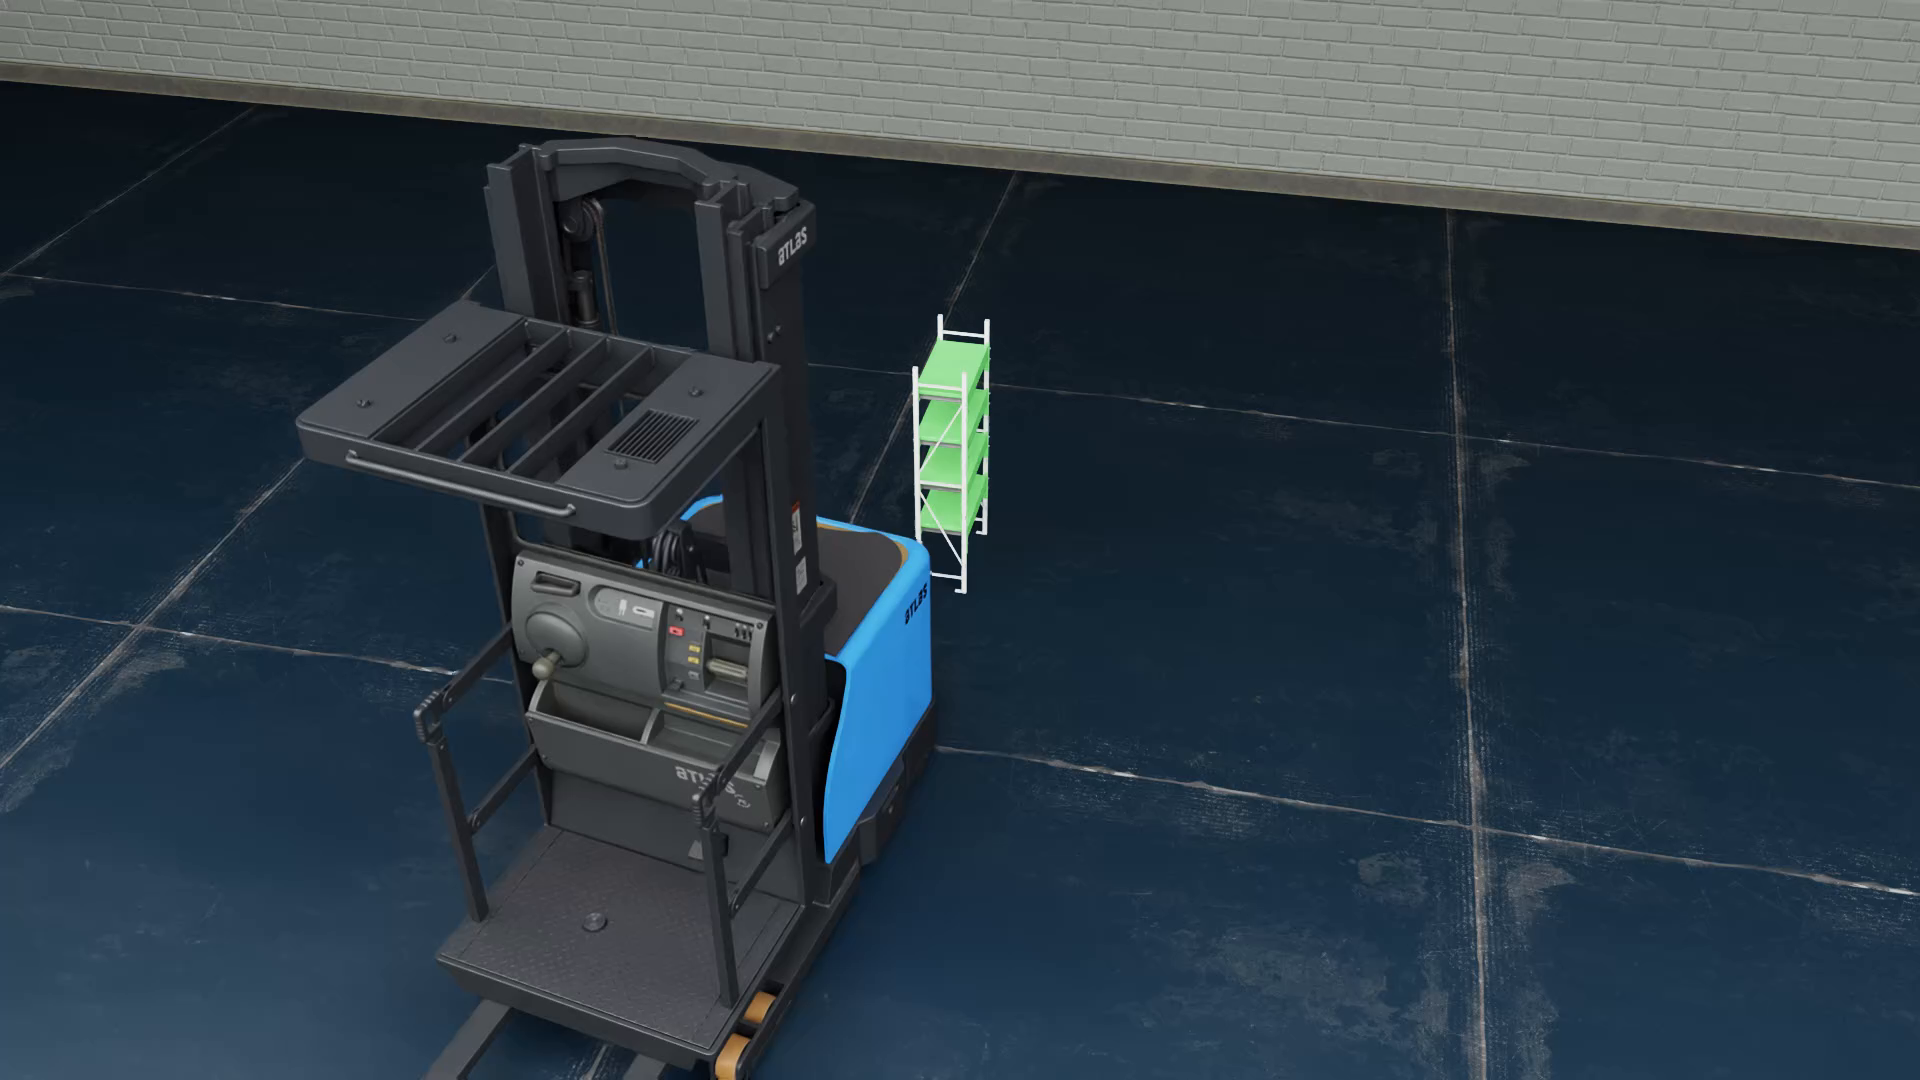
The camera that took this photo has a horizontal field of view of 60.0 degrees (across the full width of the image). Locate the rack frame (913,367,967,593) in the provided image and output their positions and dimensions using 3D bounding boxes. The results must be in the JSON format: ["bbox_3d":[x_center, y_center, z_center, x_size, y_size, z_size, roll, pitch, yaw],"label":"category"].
[{"bbox_3d":[-0.087,-0.251,7.574,0.240,1.200,0.015,7,37,10],"label":"rack frame"}]

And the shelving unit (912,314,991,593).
[{"bbox_3d":[-0.035,-0.391,7.767,0.258,1.200,0.503,7,37,10],"label":"shelving unit"}]

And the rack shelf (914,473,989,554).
[{"bbox_3d":[-0.035,-0.145,7.945,0.258,0.148,0.480,7,37,10],"label":"rack shelf"}]

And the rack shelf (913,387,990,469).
[{"bbox_3d":[-0.035,-0.534,7.664,0.258,0.148,0.480,7,37,10],"label":"rack shelf"}]

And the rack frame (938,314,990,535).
[{"bbox_3d":[0.017,-0.531,7.960,0.240,1.200,0.015,7,37,10],"label":"rack frame"}]

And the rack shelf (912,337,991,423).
[{"bbox_3d":[-0.035,-0.728,7.523,0.258,0.148,0.480,7,37,10],"label":"rack shelf"}]

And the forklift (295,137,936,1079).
[{"bbox_3d":[-1.121,0.386,5.219,1.130,2.935,3.031,13,38,18],"label":"forklift"}]

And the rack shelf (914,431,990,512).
[{"bbox_3d":[-0.035,-0.339,7.804,0.258,0.148,0.480,7,37,10],"label":"rack shelf"}]
